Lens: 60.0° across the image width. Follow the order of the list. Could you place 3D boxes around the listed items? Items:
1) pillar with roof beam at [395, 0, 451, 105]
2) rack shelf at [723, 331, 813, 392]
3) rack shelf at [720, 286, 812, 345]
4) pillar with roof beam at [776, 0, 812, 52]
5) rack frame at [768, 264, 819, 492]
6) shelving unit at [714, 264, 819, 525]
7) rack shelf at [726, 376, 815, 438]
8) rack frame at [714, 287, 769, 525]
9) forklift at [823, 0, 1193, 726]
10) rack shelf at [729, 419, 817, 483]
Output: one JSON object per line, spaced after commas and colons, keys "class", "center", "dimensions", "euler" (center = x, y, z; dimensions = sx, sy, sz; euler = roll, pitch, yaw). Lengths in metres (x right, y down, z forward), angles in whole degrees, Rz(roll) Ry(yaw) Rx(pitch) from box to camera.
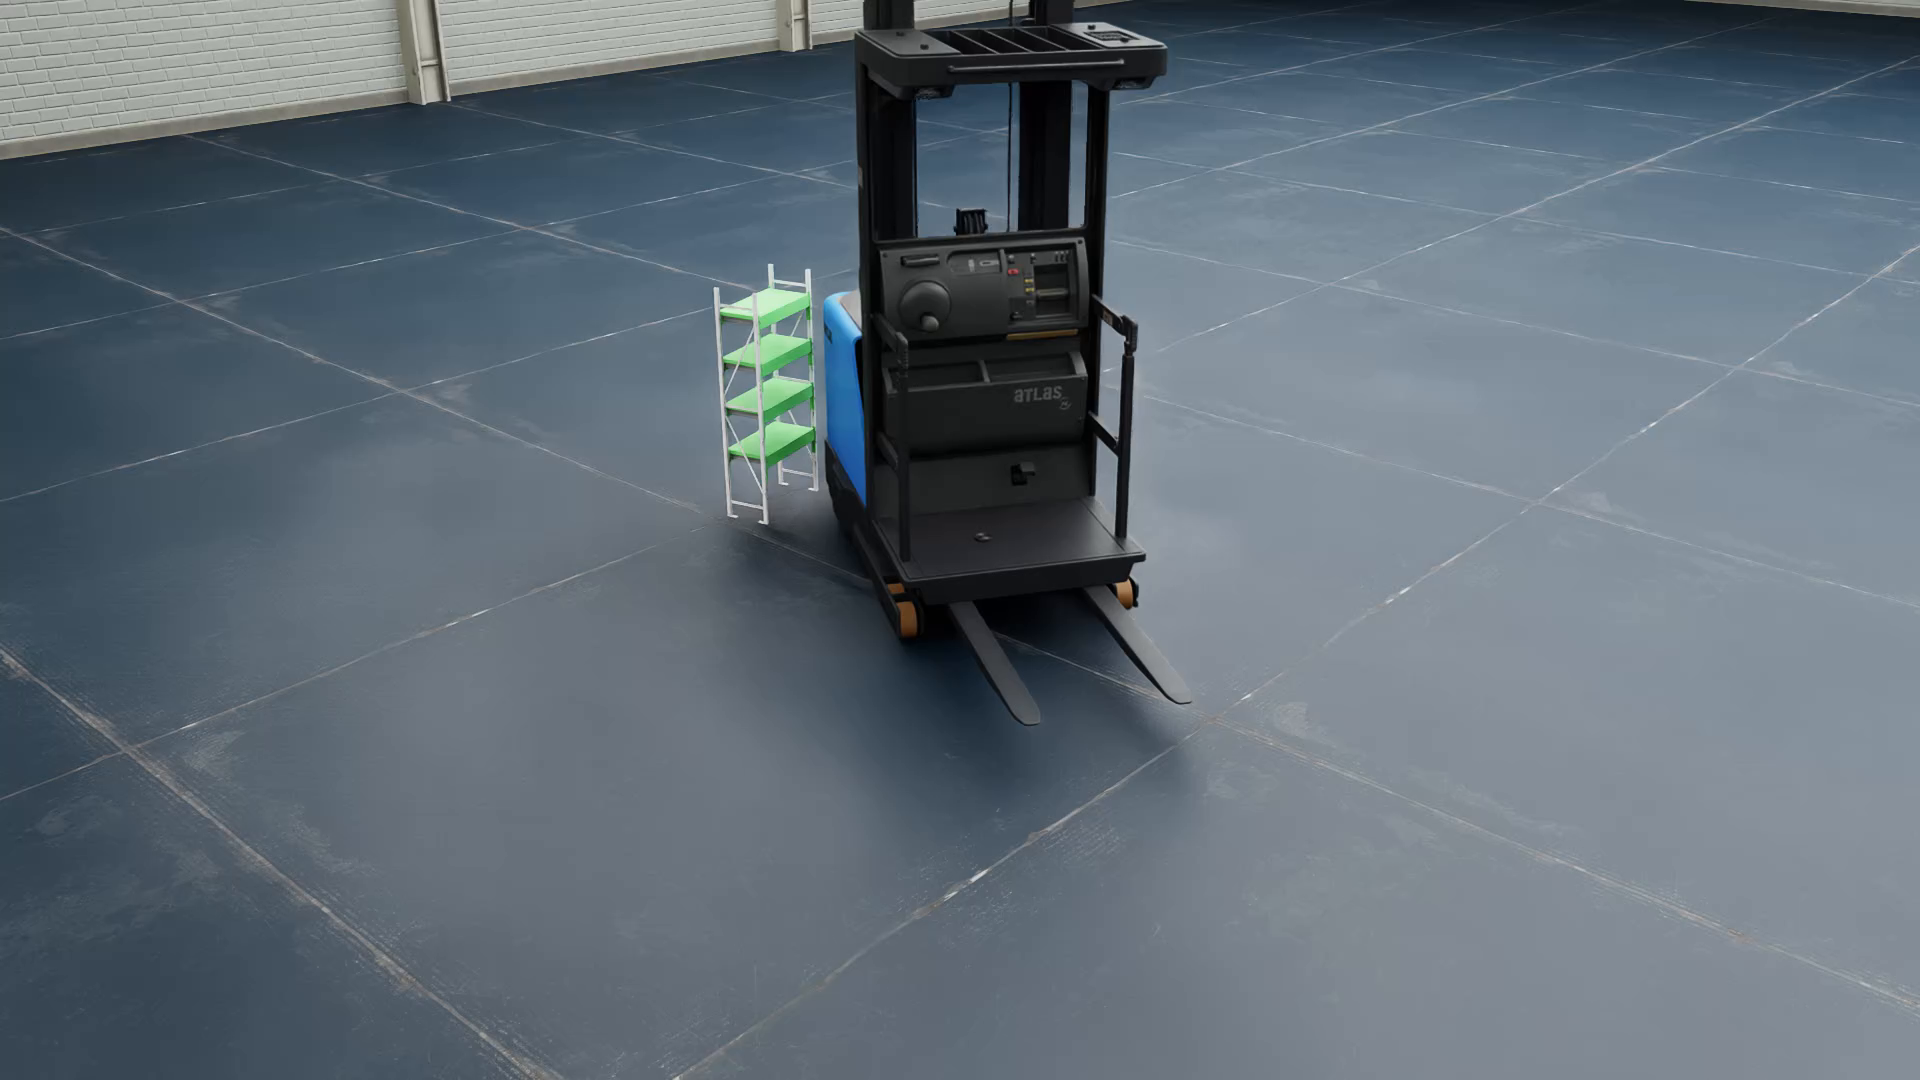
{"class": "pillar with roof beam", "center": [-3.187, -8.221, 15.586], "dimensions": [9.100, 9.000, 0.400], "euler": [20, 31, 38]}
{"class": "rack shelf", "center": [-0.971, -0.900, 8.360], "dimensions": [0.258, 0.148, 0.480], "euler": [11, 27, 24]}
{"class": "rack shelf", "center": [-0.971, -1.119, 8.262], "dimensions": [0.258, 0.148, 0.480], "euler": [11, 27, 24]}
{"class": "pillar with roof beam", "center": [0.818, -10.049, 19.663], "dimensions": [9.100, 9.000, 0.400], "euler": [20, 31, 38]}
{"class": "rack frame", "center": [-0.862, -0.829, 8.632], "dimensions": [0.240, 1.200, 0.015], "euler": [11, 27, 24]}
{"class": "shelving unit", "center": [-0.971, -0.739, 8.432], "dimensions": [0.258, 1.200, 0.503], "euler": [11, 27, 24]}
{"class": "rack shelf", "center": [-0.971, -0.681, 8.458], "dimensions": [0.258, 0.148, 0.480], "euler": [11, 27, 24]}
{"class": "rack frame", "center": [-1.079, -0.650, 8.233], "dimensions": [0.240, 1.200, 0.015], "euler": [11, 27, 24]}
{"class": "forklift", "center": [0.169, -1.081, 7.078], "dimensions": [1.130, 2.935, 3.031], "euler": [-6, 25, -14]}
{"class": "rack shelf", "center": [-0.971, -0.462, 8.557], "dimensions": [0.258, 0.148, 0.480], "euler": [11, 27, 24]}
